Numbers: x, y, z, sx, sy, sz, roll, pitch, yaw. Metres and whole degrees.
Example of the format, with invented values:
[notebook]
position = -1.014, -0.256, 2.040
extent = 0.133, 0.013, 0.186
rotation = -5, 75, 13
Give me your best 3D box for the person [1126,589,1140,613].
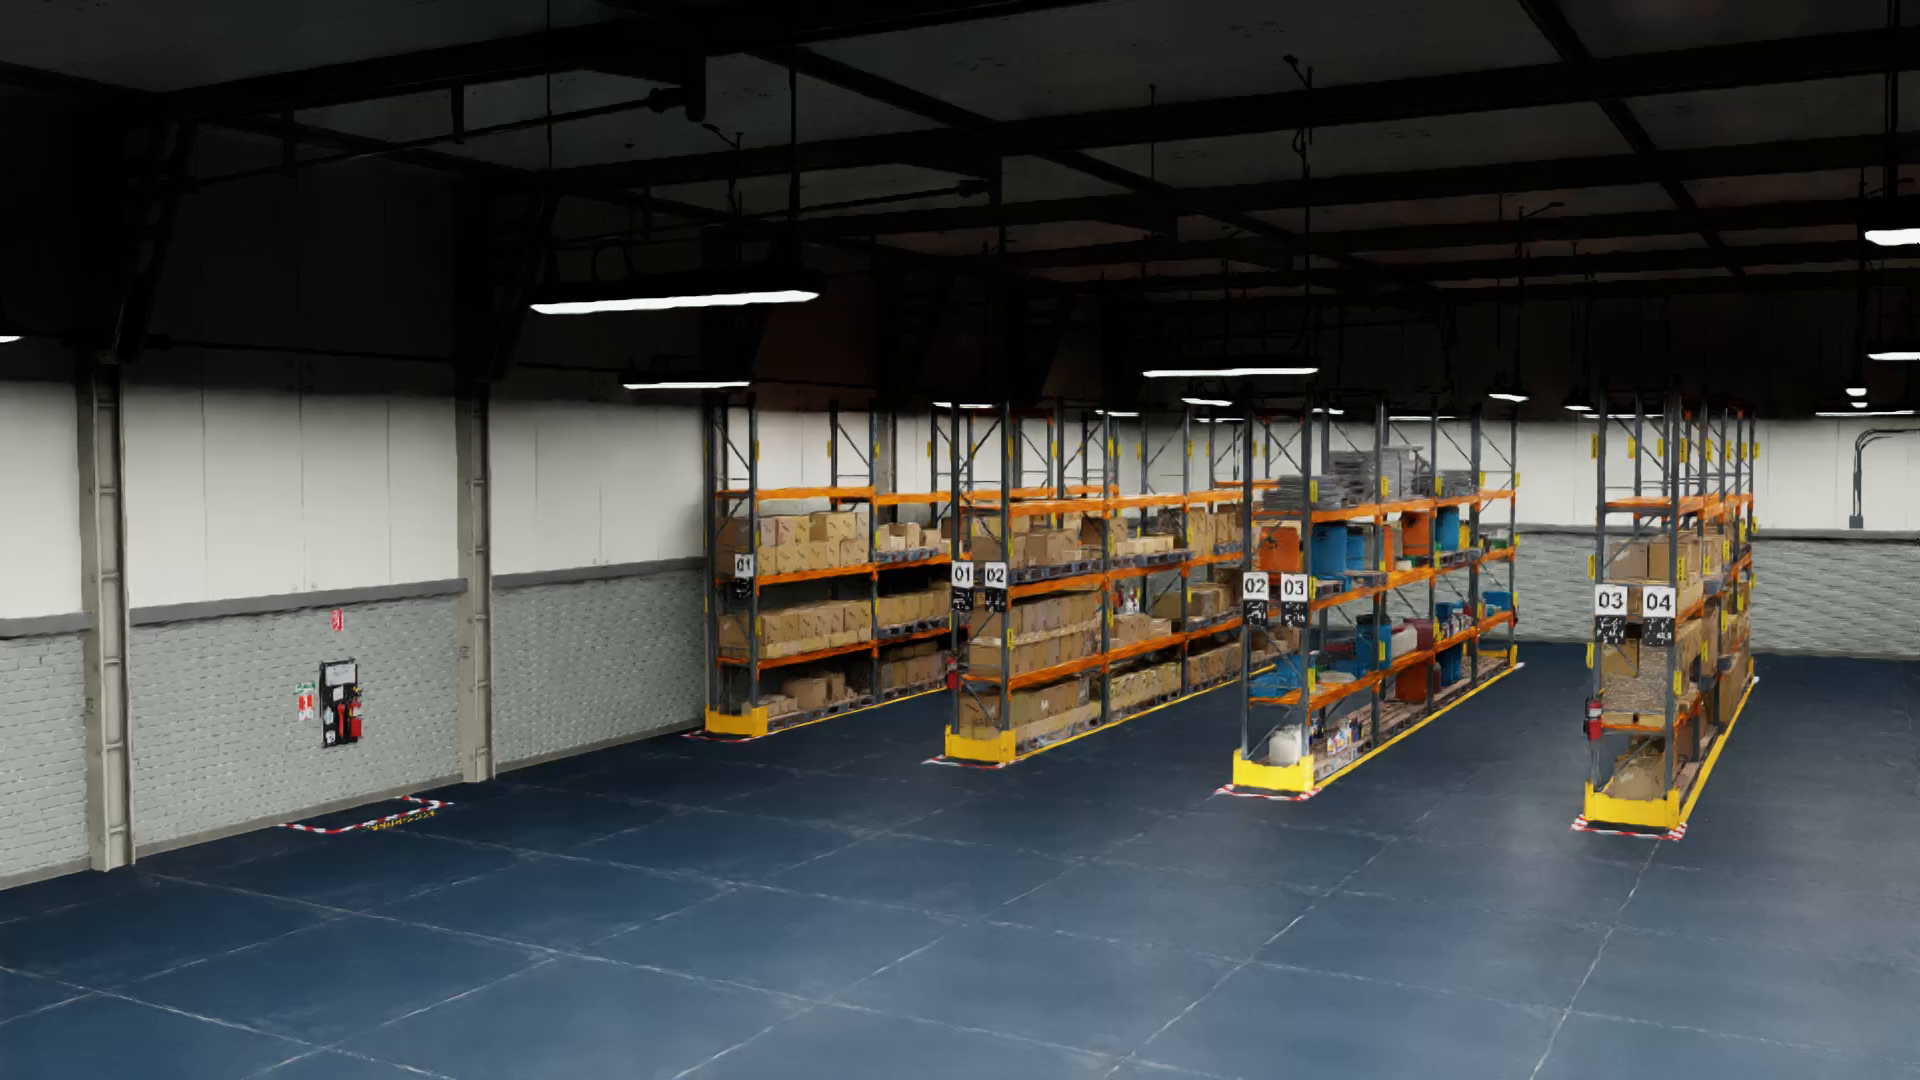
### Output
[person]
position = 4.268, 1.986, 40.669
extent = 0.463, 1.625, 0.998
rotation = 2, 3, 28
